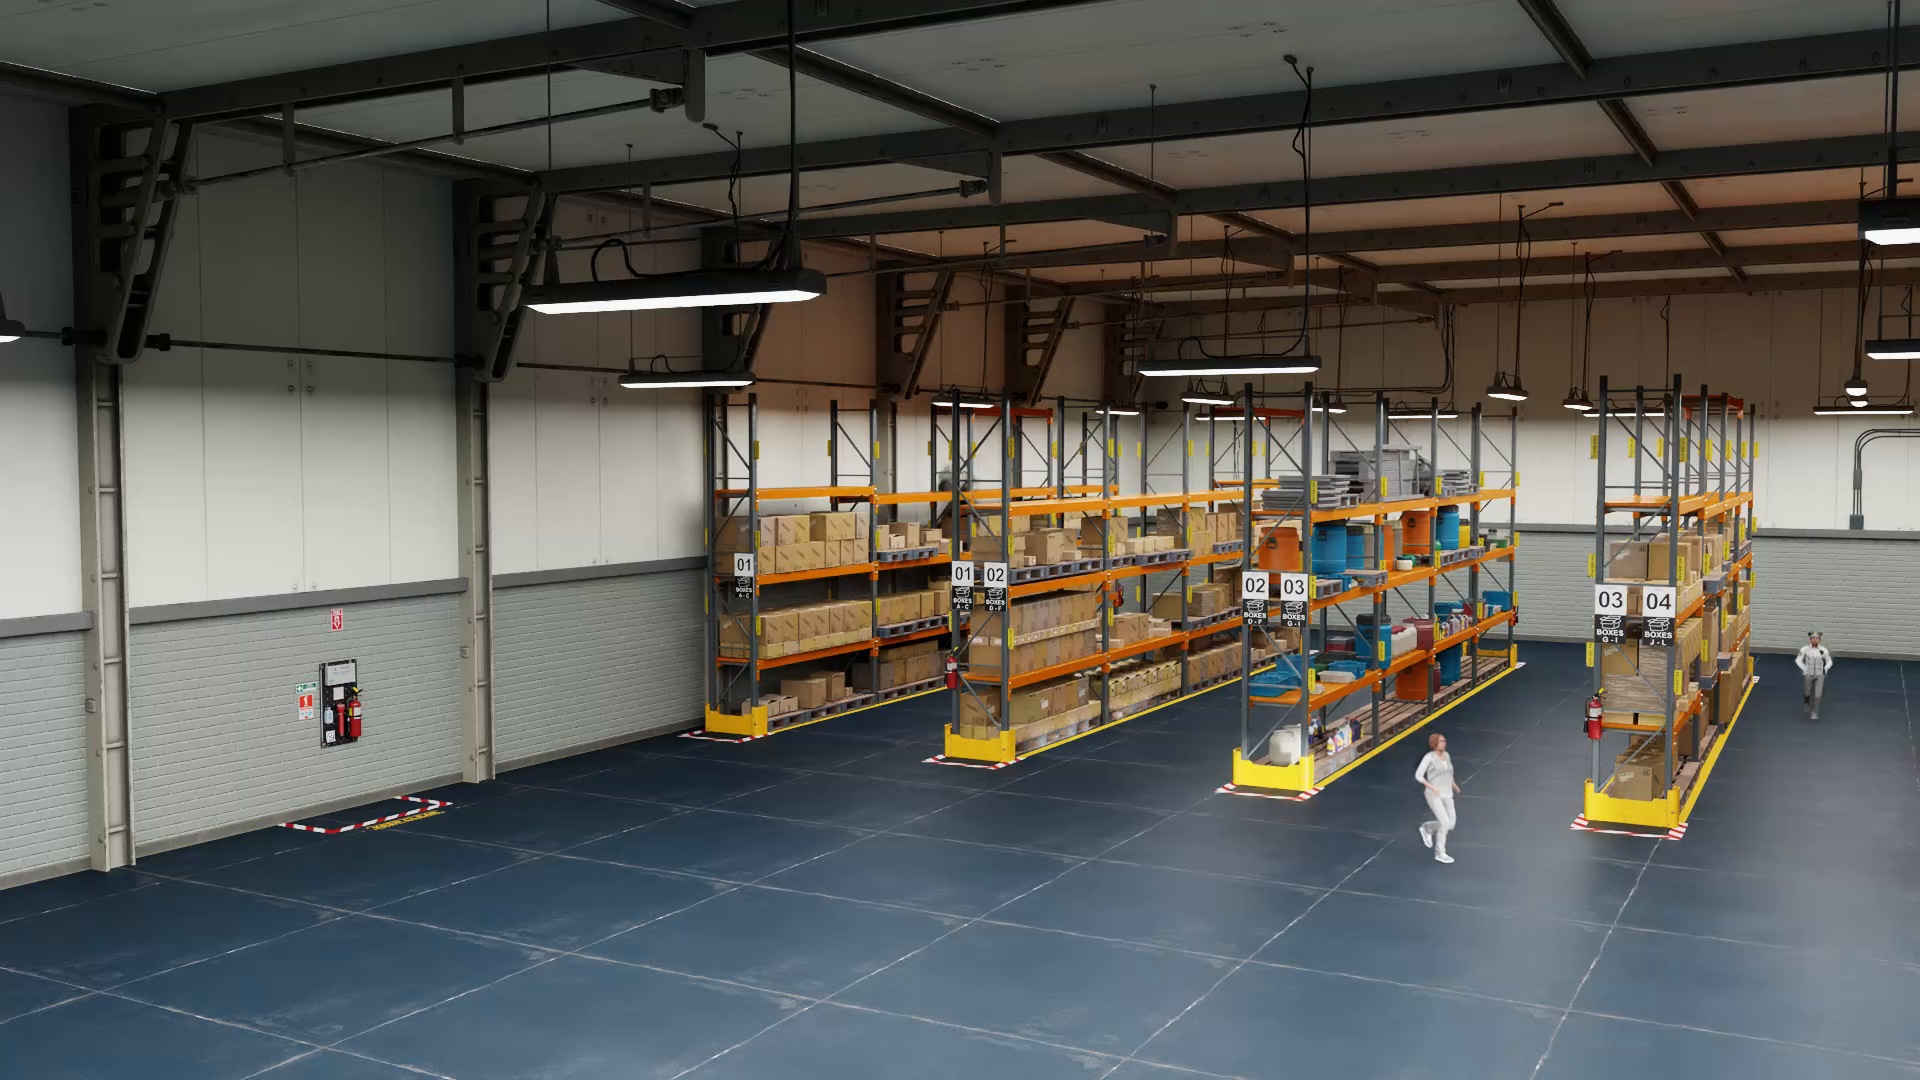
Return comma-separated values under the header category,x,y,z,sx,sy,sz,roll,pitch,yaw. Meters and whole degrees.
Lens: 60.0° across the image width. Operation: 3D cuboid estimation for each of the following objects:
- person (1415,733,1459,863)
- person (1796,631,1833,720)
category,x,y,z,sx,sy,sz,roll,pitch,yaw
person,5.804,3.126,20.315,0.538,1.549,0.608,-2,4,-29
person,15.892,2.505,30.933,0.614,1.648,0.572,1,3,24
